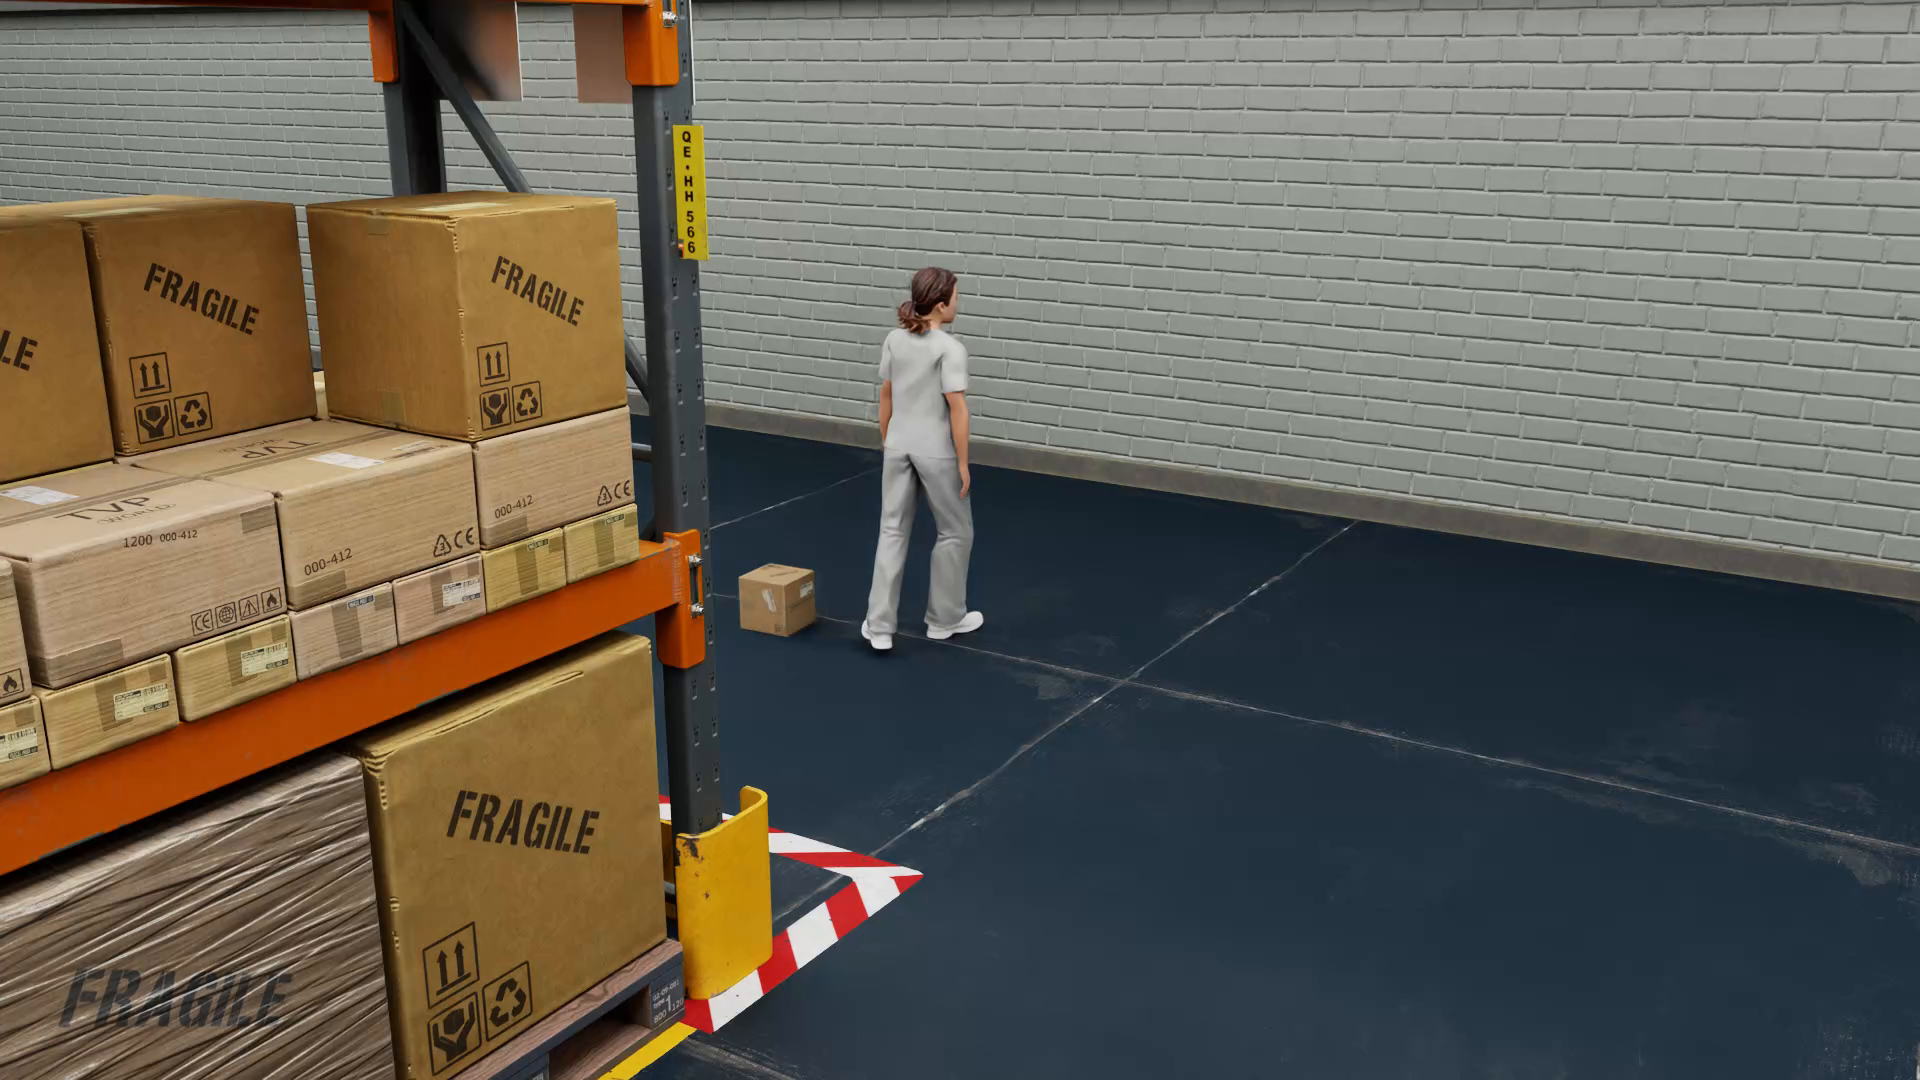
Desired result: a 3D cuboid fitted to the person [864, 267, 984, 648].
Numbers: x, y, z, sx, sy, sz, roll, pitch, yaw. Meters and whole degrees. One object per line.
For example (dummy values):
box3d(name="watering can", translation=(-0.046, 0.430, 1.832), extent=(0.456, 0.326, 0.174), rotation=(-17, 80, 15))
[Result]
box3d(name="person", translation=(-0.159, -0.352, 7.257), extent=(0.498, 1.661, 0.590), rotation=(10, 19, 31))
